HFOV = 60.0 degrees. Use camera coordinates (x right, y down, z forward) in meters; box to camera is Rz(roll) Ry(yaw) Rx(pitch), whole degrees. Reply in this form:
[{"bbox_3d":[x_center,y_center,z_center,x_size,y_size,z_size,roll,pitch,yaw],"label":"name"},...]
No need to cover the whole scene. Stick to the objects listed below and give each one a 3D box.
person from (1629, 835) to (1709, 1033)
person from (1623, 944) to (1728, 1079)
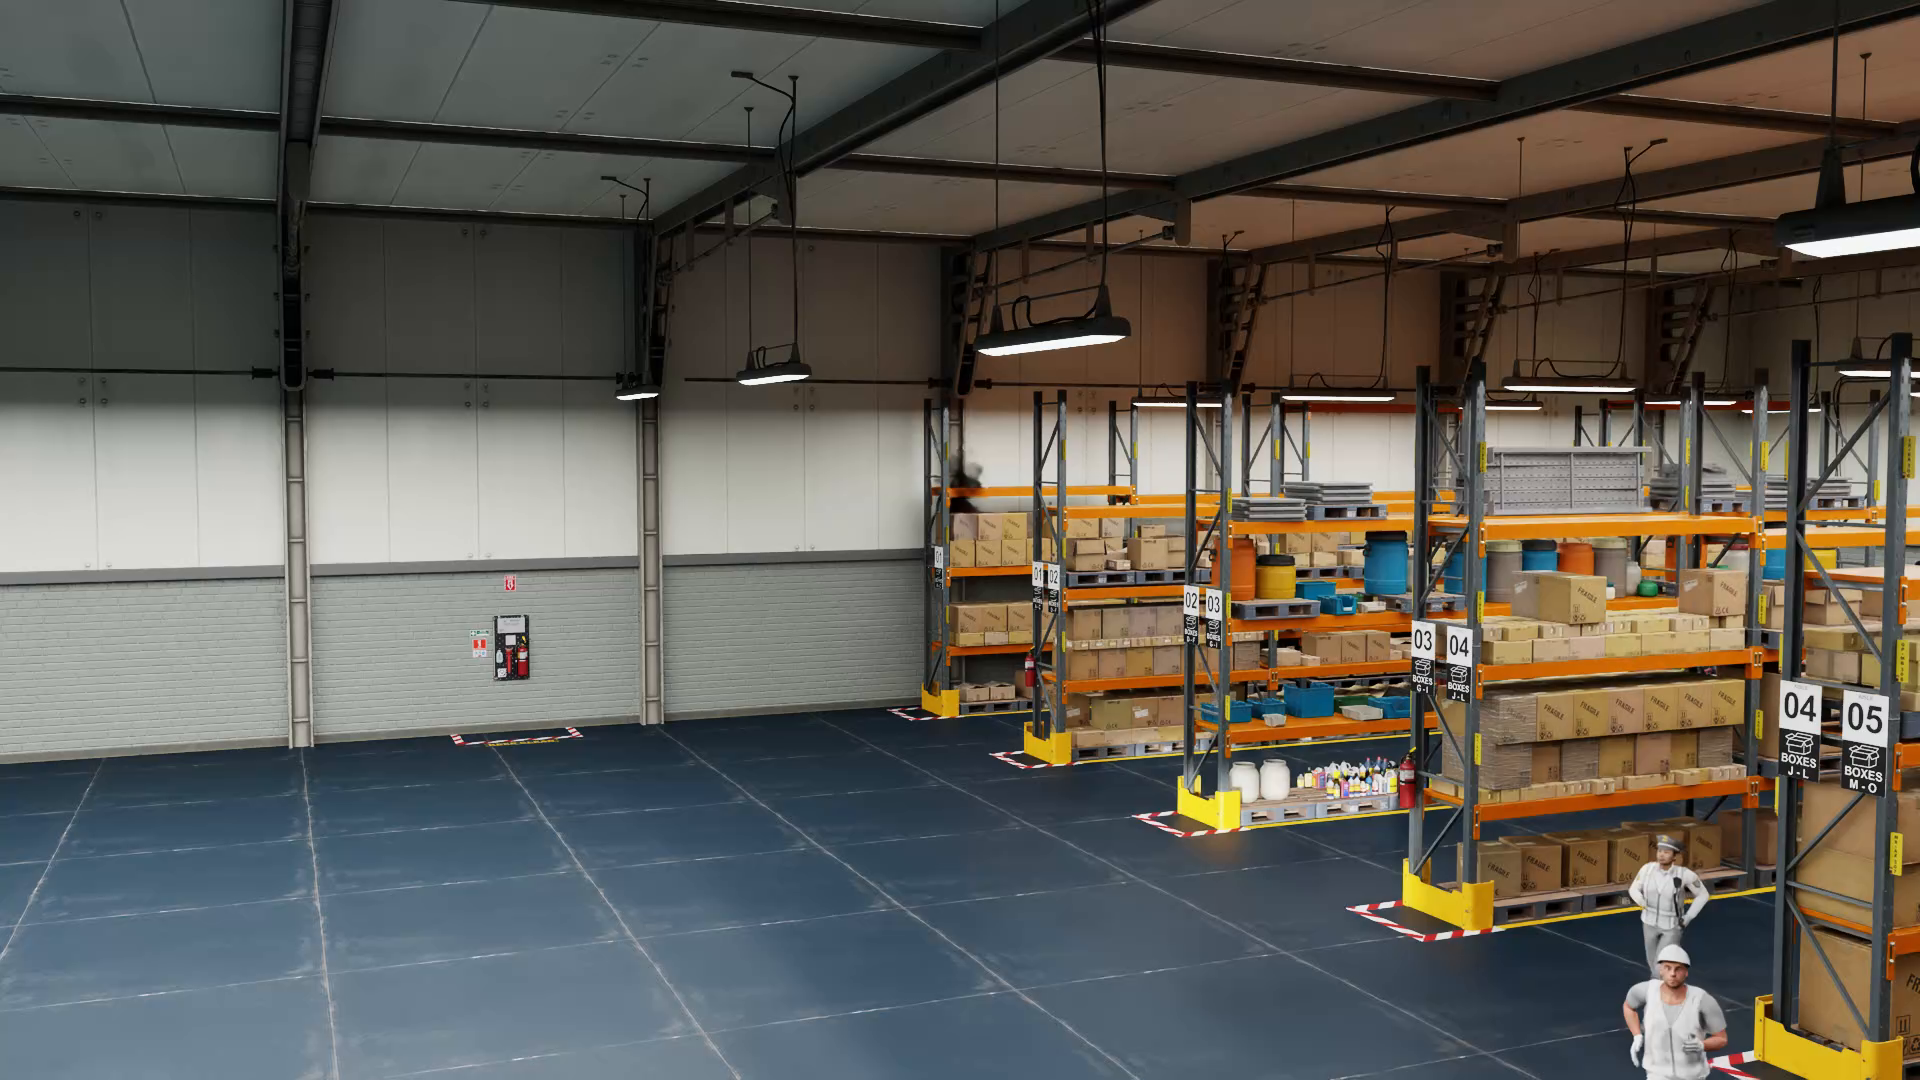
[{"bbox_3d":[6.258,3.462,14.737,0.726,1.757,0.627,-3,5,-43],"label":"person"},{"bbox_3d":[4.774,3.611,11.134,0.647,1.844,0.753,1,4,23],"label":"person"}]
